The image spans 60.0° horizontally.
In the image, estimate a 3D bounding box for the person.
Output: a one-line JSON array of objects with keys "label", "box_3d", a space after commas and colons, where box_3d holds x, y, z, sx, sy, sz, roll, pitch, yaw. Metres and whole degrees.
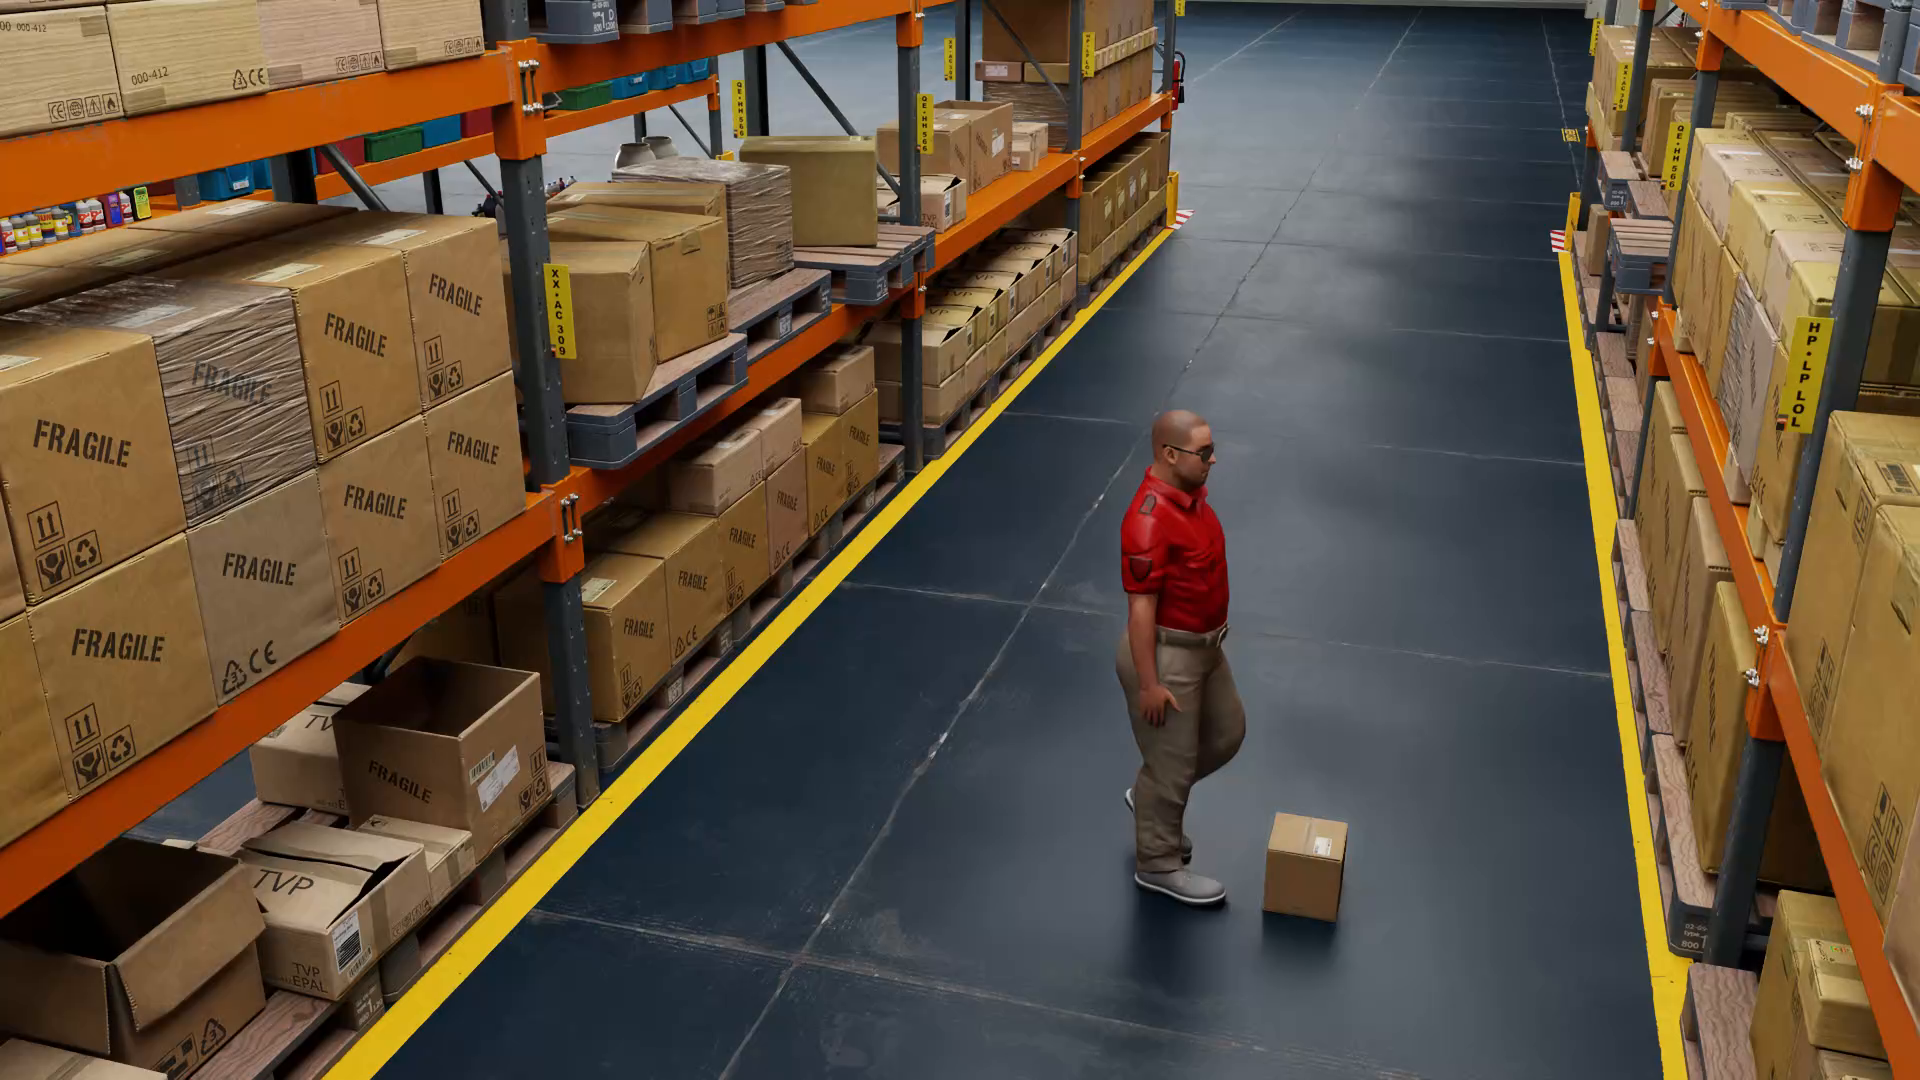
[{"label": "person", "box_3d": [0.749, 0.398, 5.611, 0.450, 1.722, 0.563, 10, 24, 23]}]
